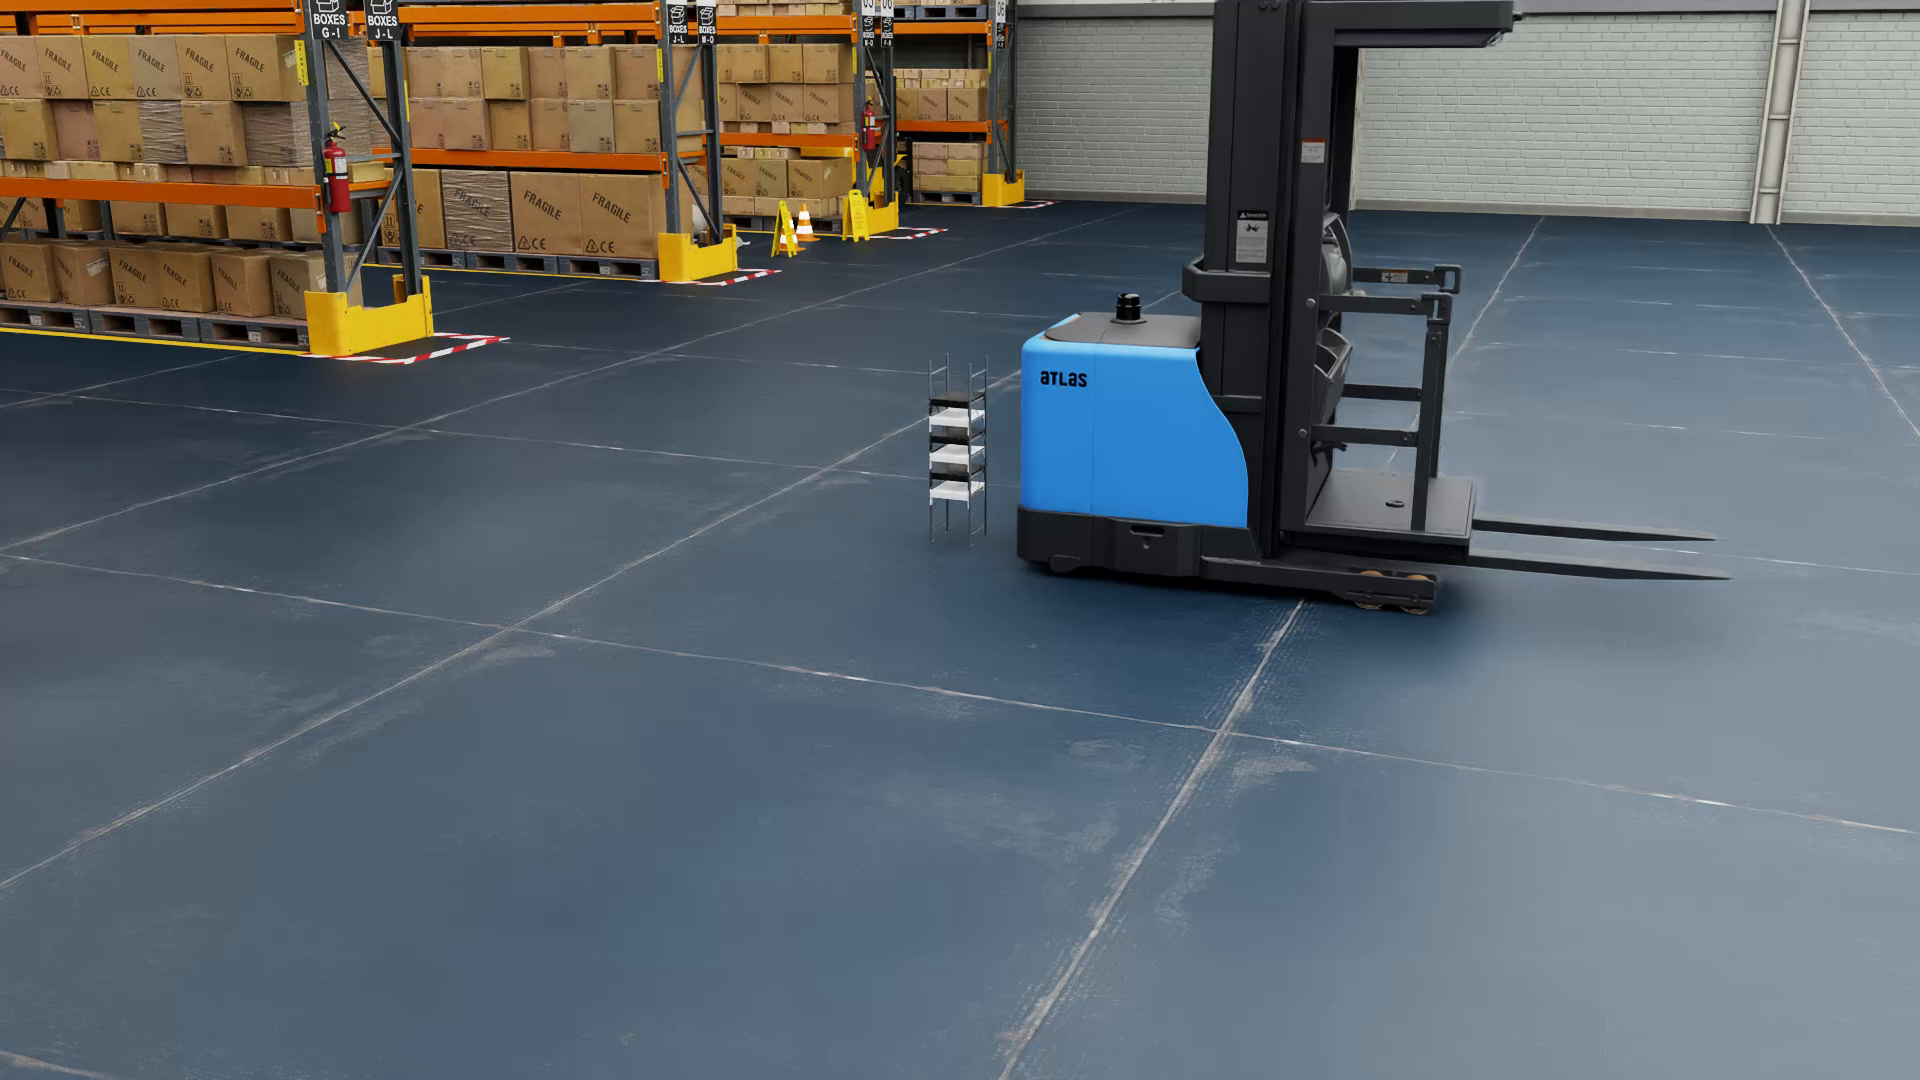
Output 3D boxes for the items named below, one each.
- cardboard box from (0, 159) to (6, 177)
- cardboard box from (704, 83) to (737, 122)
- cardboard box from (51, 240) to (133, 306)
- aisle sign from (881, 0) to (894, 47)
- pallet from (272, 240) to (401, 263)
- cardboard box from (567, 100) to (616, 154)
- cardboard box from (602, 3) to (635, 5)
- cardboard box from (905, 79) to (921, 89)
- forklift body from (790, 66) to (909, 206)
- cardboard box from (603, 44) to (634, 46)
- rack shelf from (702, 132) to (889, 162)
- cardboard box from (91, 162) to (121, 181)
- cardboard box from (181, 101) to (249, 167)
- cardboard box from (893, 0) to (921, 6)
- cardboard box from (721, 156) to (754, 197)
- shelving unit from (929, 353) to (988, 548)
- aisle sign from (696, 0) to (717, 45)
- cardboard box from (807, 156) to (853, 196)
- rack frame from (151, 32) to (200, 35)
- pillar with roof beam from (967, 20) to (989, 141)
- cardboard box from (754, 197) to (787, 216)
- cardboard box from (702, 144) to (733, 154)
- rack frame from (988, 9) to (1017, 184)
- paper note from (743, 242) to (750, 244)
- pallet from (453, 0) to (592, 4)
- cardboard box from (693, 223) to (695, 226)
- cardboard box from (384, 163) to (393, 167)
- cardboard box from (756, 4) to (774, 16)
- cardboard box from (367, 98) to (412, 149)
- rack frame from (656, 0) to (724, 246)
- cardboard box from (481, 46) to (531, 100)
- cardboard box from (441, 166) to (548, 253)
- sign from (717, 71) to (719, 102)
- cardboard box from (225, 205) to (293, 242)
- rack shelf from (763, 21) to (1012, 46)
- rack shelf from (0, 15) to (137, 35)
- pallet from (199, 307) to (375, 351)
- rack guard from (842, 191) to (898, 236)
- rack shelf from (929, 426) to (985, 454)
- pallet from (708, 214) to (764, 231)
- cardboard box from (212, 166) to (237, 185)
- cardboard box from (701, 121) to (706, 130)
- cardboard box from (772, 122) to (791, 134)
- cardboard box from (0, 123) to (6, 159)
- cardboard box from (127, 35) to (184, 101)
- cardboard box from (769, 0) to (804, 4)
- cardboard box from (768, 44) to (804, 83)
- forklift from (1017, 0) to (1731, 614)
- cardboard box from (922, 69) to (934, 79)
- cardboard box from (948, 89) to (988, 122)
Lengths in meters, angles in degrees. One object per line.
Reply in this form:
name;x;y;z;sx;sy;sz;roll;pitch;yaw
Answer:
cardboard box;-8.176;-3.212;14.307;0.250;0.149;0.380;6;17;21
cardboard box;-3.135;-5.959;22.605;0.500;0.500;0.500;6;17;21
cardboard box;-7.601;-2.355;14.635;0.500;0.500;0.500;13;21;38
aisle sign;-0.965;-6.945;22.053;0.004;0.787;0.394;6;17;21
pallet;-7.325;-3.458;19.705;1.213;0.211;1.003;6;17;21
cardboard box;-3.740;-4.477;17.946;0.550;0.550;0.875;6;17;21
cardboard box;-4.549;-7.427;22.731;0.500;0.250;0.500;6;17;19
cardboard box;-0.704;-7.337;26.722;0.250;0.149;0.380;6;17;19
forklift body;-1.752;-6.223;25.753;1.214;2.155;2.313;6;17;21
cardboard box;-4.528;-6.601;23.026;0.500;0.500;0.700;6;17;20
rack shelf;-2.997;-5.481;22.965;4.000;0.370;1.077;6;17;21
cardboard box;-7.004;-3.091;13.890;0.250;0.149;0.380;6;17;21
cardboard box;-5.784;-3.326;13.539;0.500;0.500;0.875;6;17;21
cardboard box;-0.736;-8.761;26.480;0.500;0.500;0.700;6;17;21
cardboard box;-2.931;-4.984;22.795;0.500;0.500;0.500;6;17;19
shelving unit;-0.008;-0.433;8.051;0.210;0.900;0.258;6;17;21
aisle sign;-2.683;-5.647;17.583;0.004;0.787;0.394;6;17;21
cardboard box;-1.808;-5.020;22.920;0.500;0.500;0.500;6;17;19
rack frame;-12.300;-6.850;26.389;0.127;3.000;1.000;6;17;21
pillar with roof beam;-1.215;-8.980;22.964;0.400;9.000;9.100;6;17;21
cardboard box;-2.466;-4.572;22.719;0.500;0.250;0.500;6;17;21
cardboard box;-4.248;-6.512;28.732;0.625;0.625;0.875;6;17;20
rack frame;0.681;-6.910;26.596;0.127;3.000;1.000;6;17;21
paper note;-2.746;-3.777;21.129;0.142;0.019;0.148;0;16;1
pallet;-4.692;-5.924;17.977;1.213;0.211;1.003;6;17;21
cardboard box;-3.700;-3.947;20.865;0.637;0.503;0.797;-5;17;-18
cardboard box;-9.191;-5.714;25.534;0.875;0.875;0.875;6;17;20
cardboard box;-2.510;-7.016;22.030;0.250;0.149;0.380;6;17;20
cardboard box;-6.232;-4.775;18.972;0.550;0.550;0.875;6;17;21
rack frame;-2.859;-4.328;17.702;0.127;3.000;1.000;6;17;21
cardboard box;-4.747;-5.112;18.197;0.500;0.550;0.875;6;17;21
cardboard box;-5.181;-3.745;18.751;0.875;0.875;0.875;6;17;21
sign;-2.650;-4.925;18.064;0.005;0.325;0.100;6;17;21
cardboard box;-8.086;-3.999;19.849;0.750;0.750;1.050;6;17;21
rack shelf;-1.179;-8.210;26.983;4.000;0.370;1.077;6;17;21
rack shelf;-12.161;-6.446;20.908;4.000;0.370;1.077;6;17;21
pallet;-5.586;-1.813;14.040;1.213;0.211;1.003;6;17;21
rack guard;-1.207;-4.430;22.535;0.348;0.500;1.175;6;17;21
rack shelf;-0.008;-0.487;8.035;0.200;0.077;0.258;6;17;21
pallet;-3.081;-4.508;23.325;1.213;0.211;1.003;6;17;21
cardboard box;-5.824;-2.975;13.491;0.250;0.149;0.380;6;17;21
cardboard box;-3.496;-5.662;22.748;0.250;0.149;0.380;6;17;21
cardboard box;-2.321;-5.532;22.299;0.250;0.149;0.380;7;17;22
cardboard box;-8.098;-3.590;14.447;0.500;0.500;0.875;6;17;21
cardboard box;-6.307;-3.817;13.435;0.500;0.500;0.500;6;17;21
cardboard box;-2.174;-7.171;21.851;0.500;0.250;0.500;6;17;20
cardboard box;-2.160;-6.343;22.135;0.500;0.500;0.700;6;17;21
forklift;1.837;-1.258;7.248;3.031;2.935;1.130;5;17;17
cardboard box;-0.428;-7.476;26.669;0.250;0.149;0.380;6;17;21
cardboard box;0.127;-6.940;26.521;0.500;0.500;0.500;6;17;19
